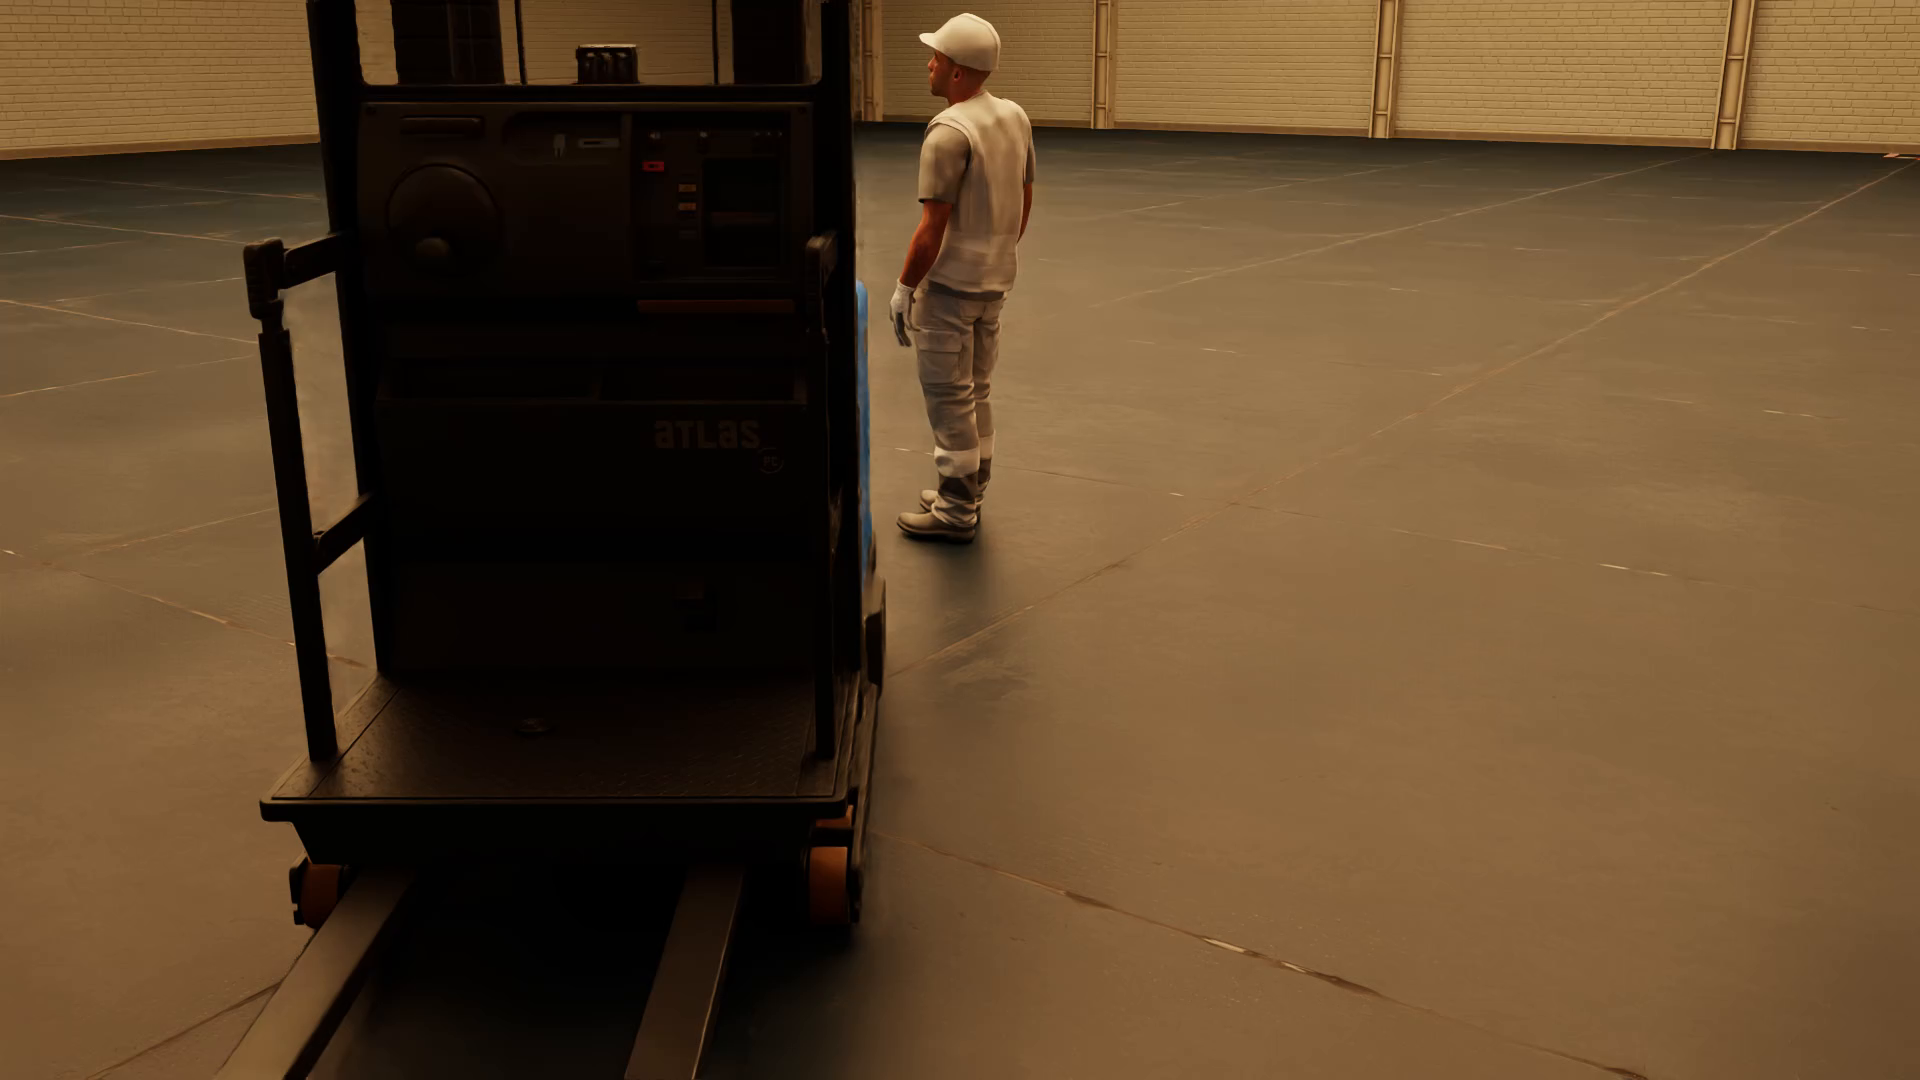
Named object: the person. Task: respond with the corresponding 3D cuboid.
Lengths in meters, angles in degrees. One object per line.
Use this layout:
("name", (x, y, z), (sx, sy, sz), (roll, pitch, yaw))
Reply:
("person", (-0.001, -0.894, 5.698), (0.424, 1.735, 0.637), (11, 20, 33))

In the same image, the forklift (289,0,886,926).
("forklift", (-0.761, -0.712, 3.213), (1.130, 2.935, 3.031), (0, 17, 0))
